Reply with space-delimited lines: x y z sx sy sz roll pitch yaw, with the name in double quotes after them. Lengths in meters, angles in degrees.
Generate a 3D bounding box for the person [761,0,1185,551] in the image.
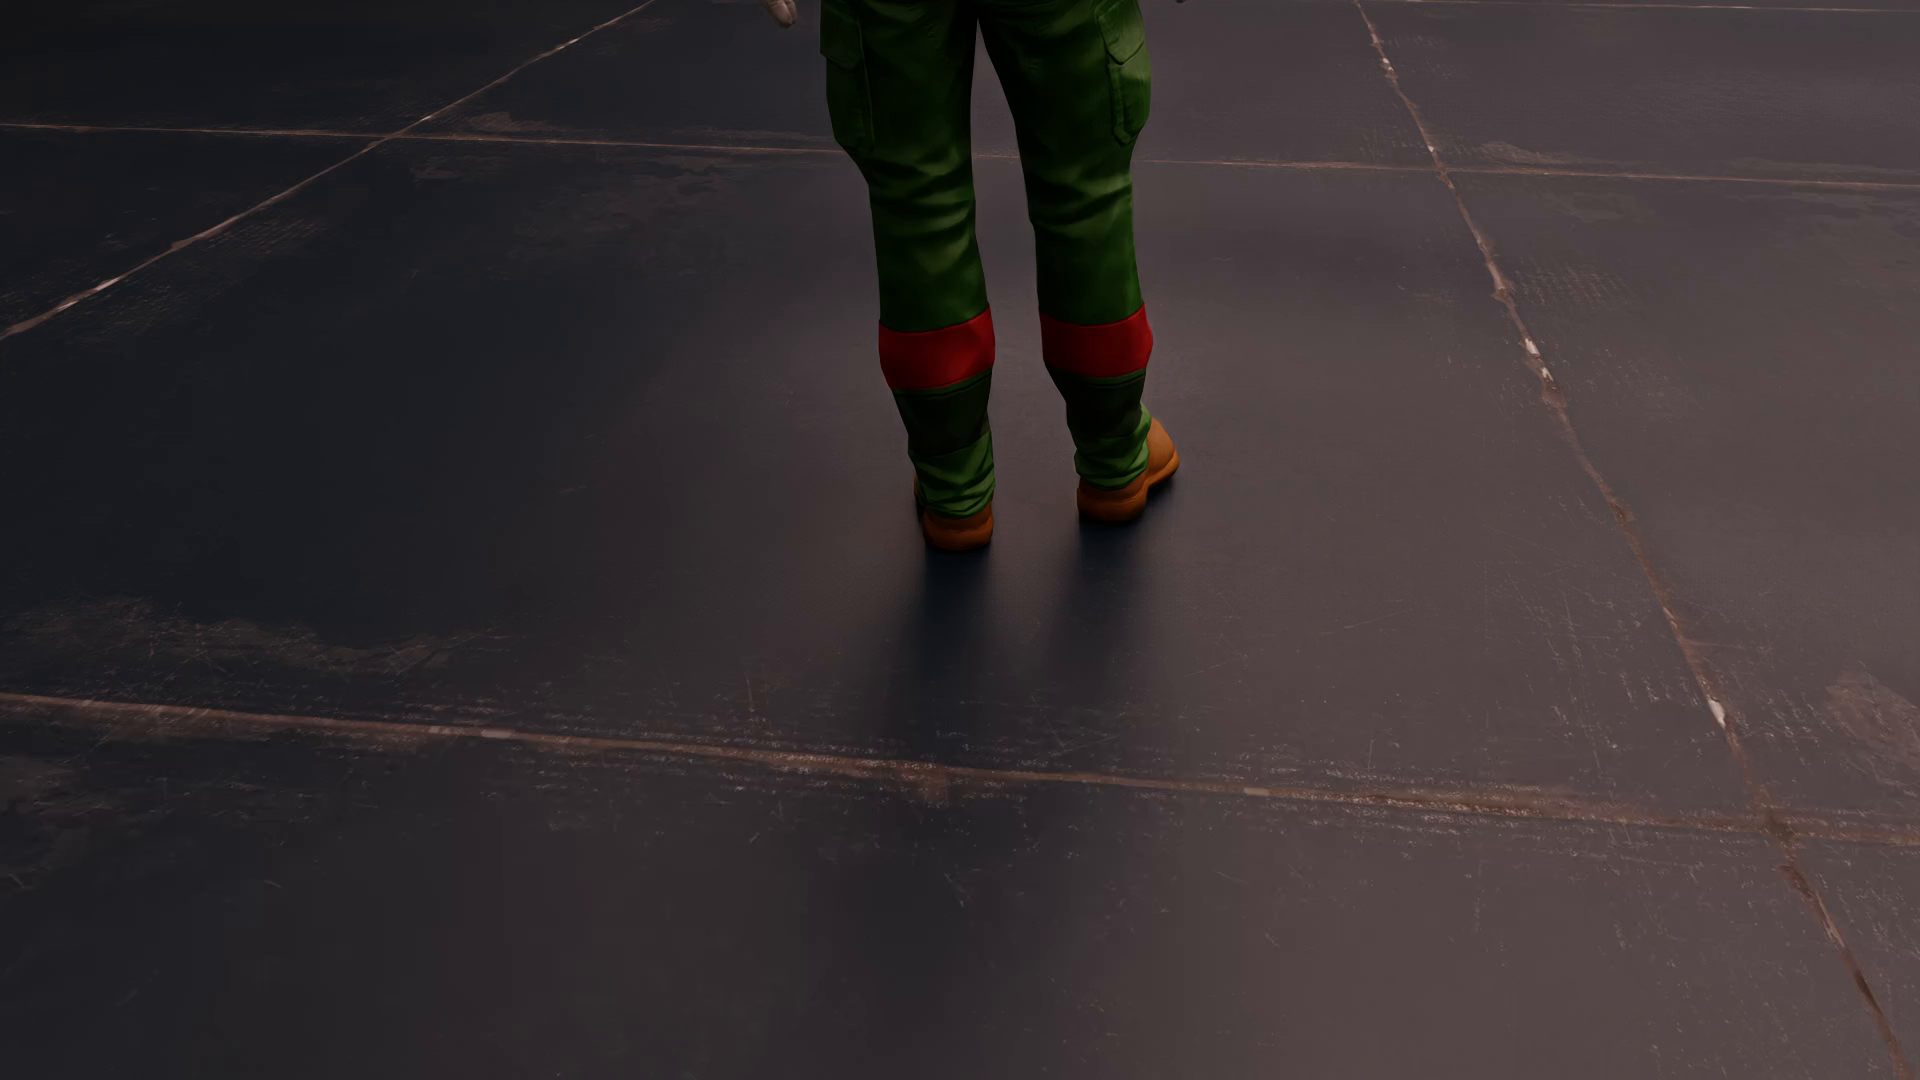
0.023 -0.842 2.168 0.637 1.790 0.562 3 27 7 "person"
